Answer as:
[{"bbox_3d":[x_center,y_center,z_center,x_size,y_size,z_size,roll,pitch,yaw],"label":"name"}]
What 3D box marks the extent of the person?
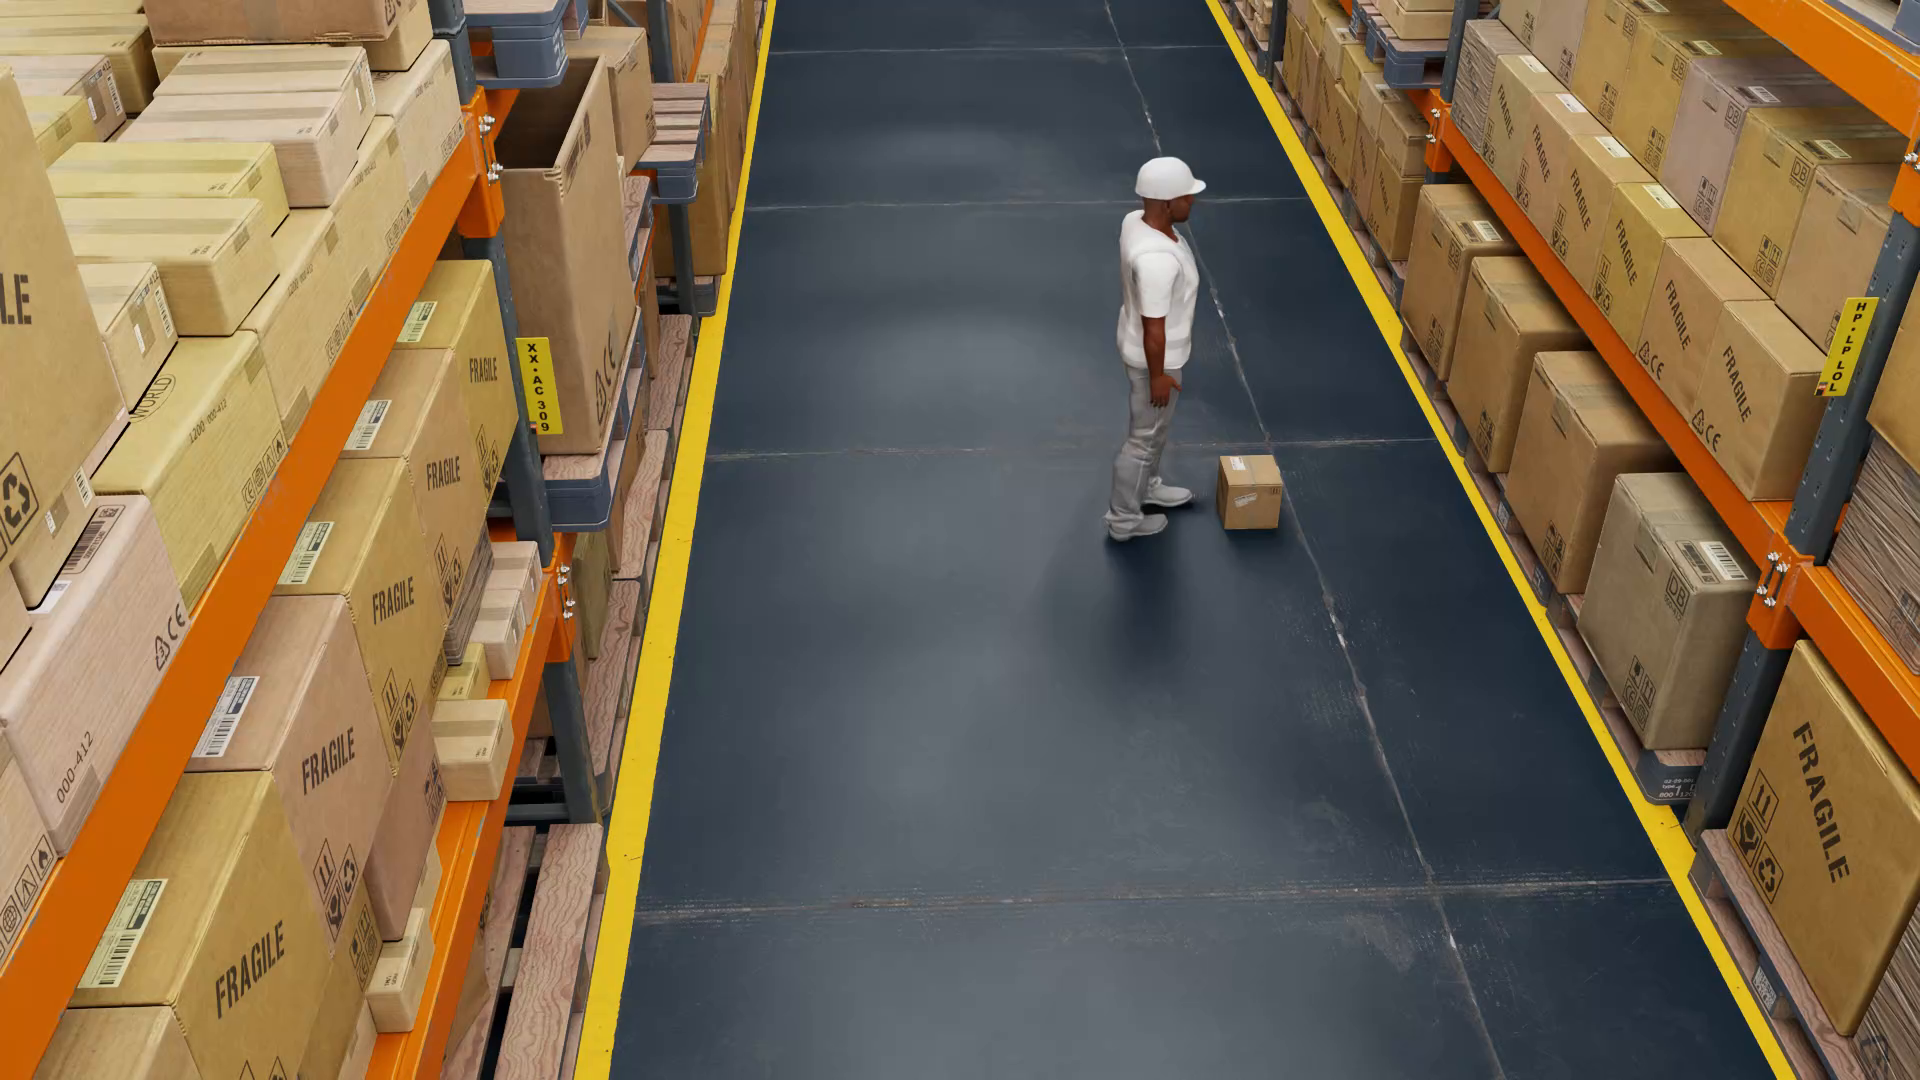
[{"bbox_3d":[0.884,-0.836,7.329,0.440,1.777,0.571,0,35,-1],"label":"person"}]
